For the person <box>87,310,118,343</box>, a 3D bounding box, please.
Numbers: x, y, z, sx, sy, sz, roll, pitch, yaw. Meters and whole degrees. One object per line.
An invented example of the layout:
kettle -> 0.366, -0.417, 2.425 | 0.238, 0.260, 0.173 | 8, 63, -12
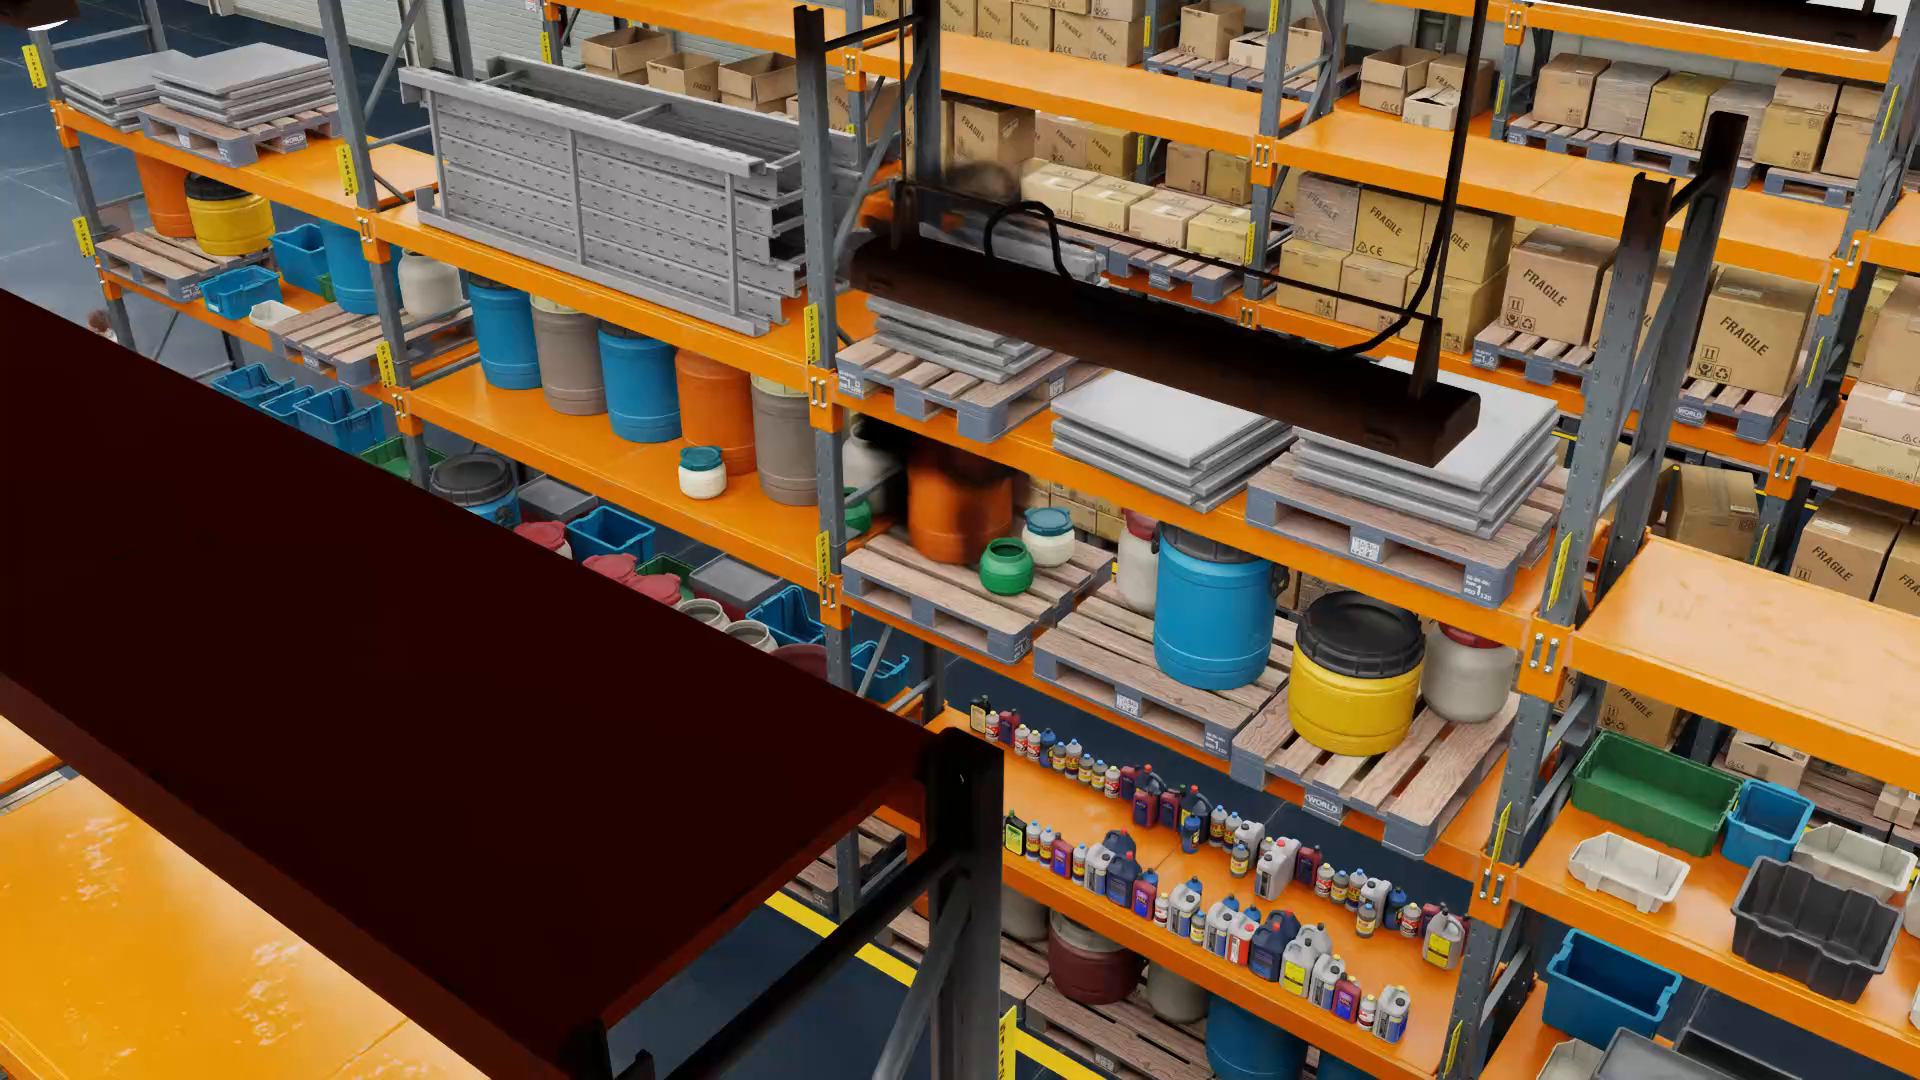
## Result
person -> -8.233, -1.542, 16.320 | 0.548, 1.562, 0.557 | -19, 36, -28
